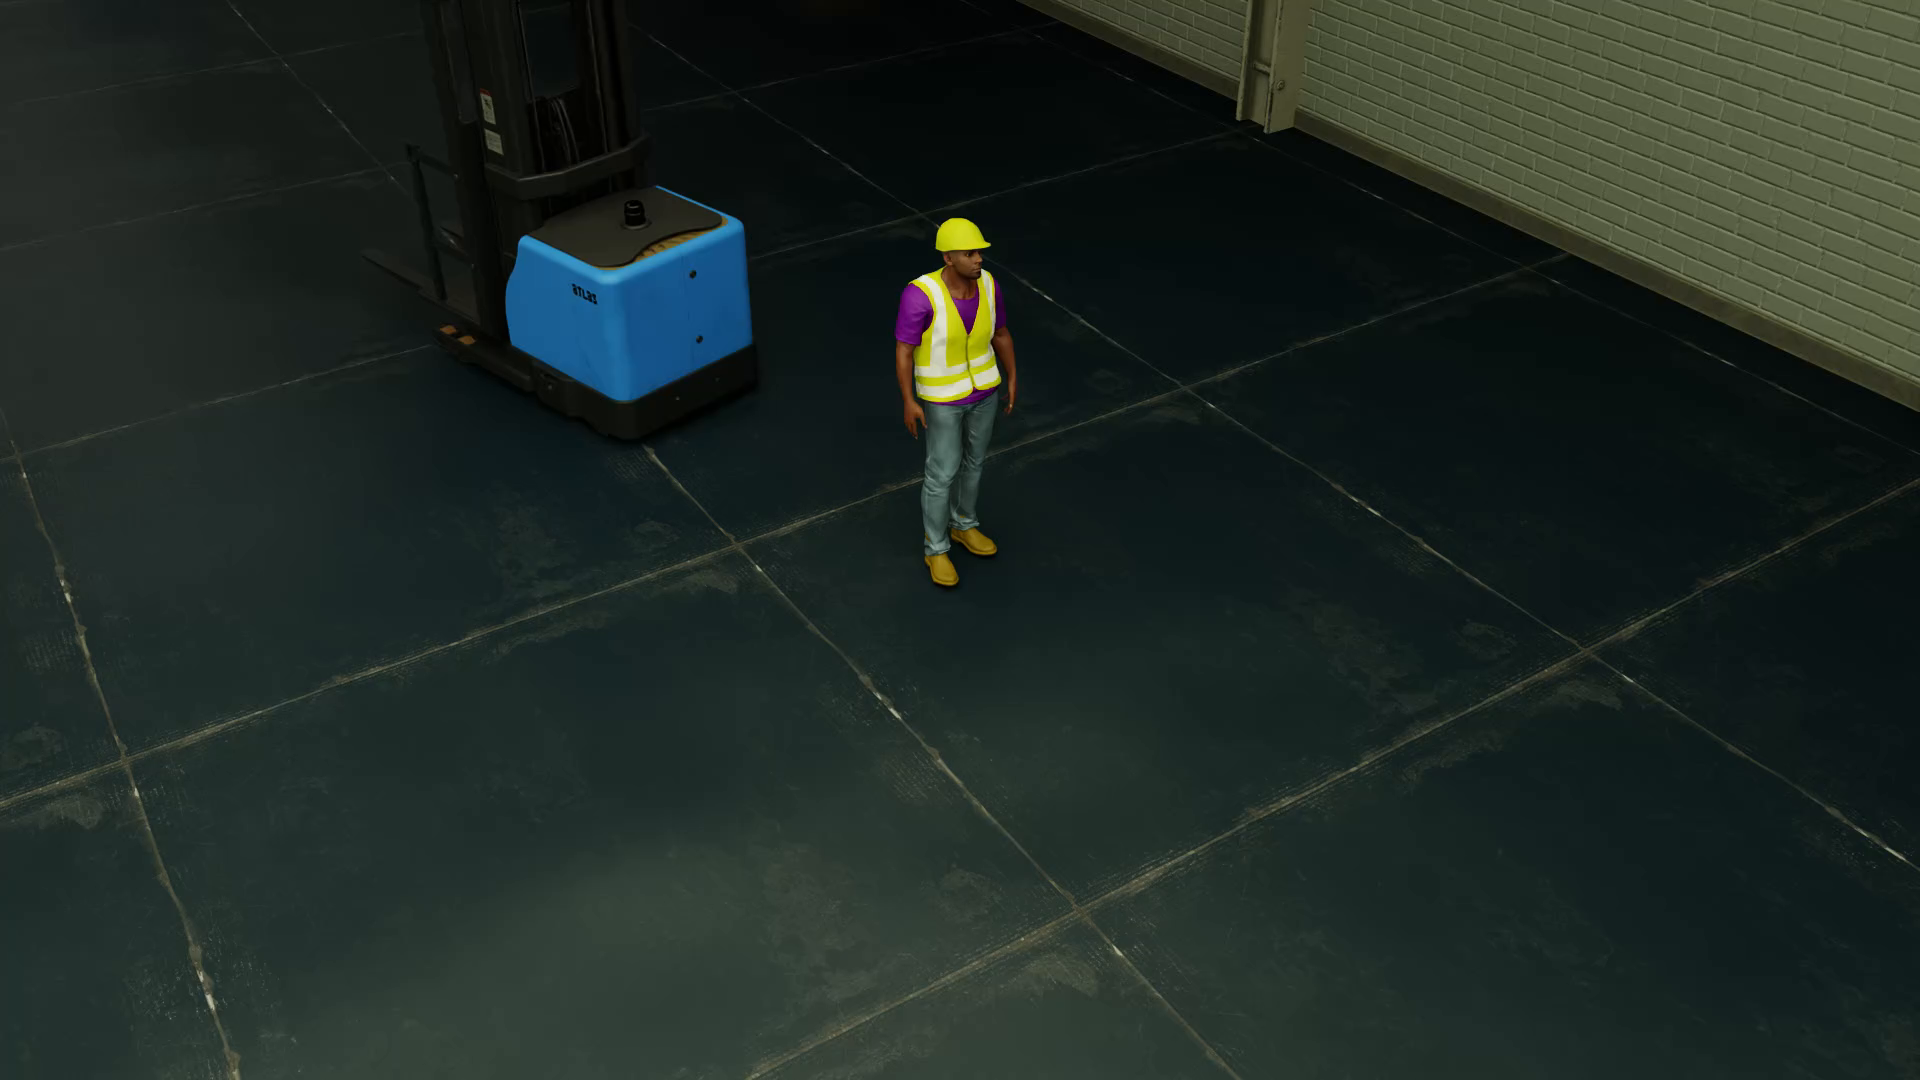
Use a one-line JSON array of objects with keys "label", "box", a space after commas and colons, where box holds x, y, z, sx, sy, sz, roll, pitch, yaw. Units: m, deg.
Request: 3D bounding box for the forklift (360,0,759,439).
[{"label": "forklift", "box": [-2.639, -2.489, 9.689, 3.031, 2.935, 1.130, 27, 43, 33]}]

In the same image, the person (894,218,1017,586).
[{"label": "person", "box": [0.034, -0.693, 8.135, 0.666, 1.768, 0.575, -21, 40, -27]}]
